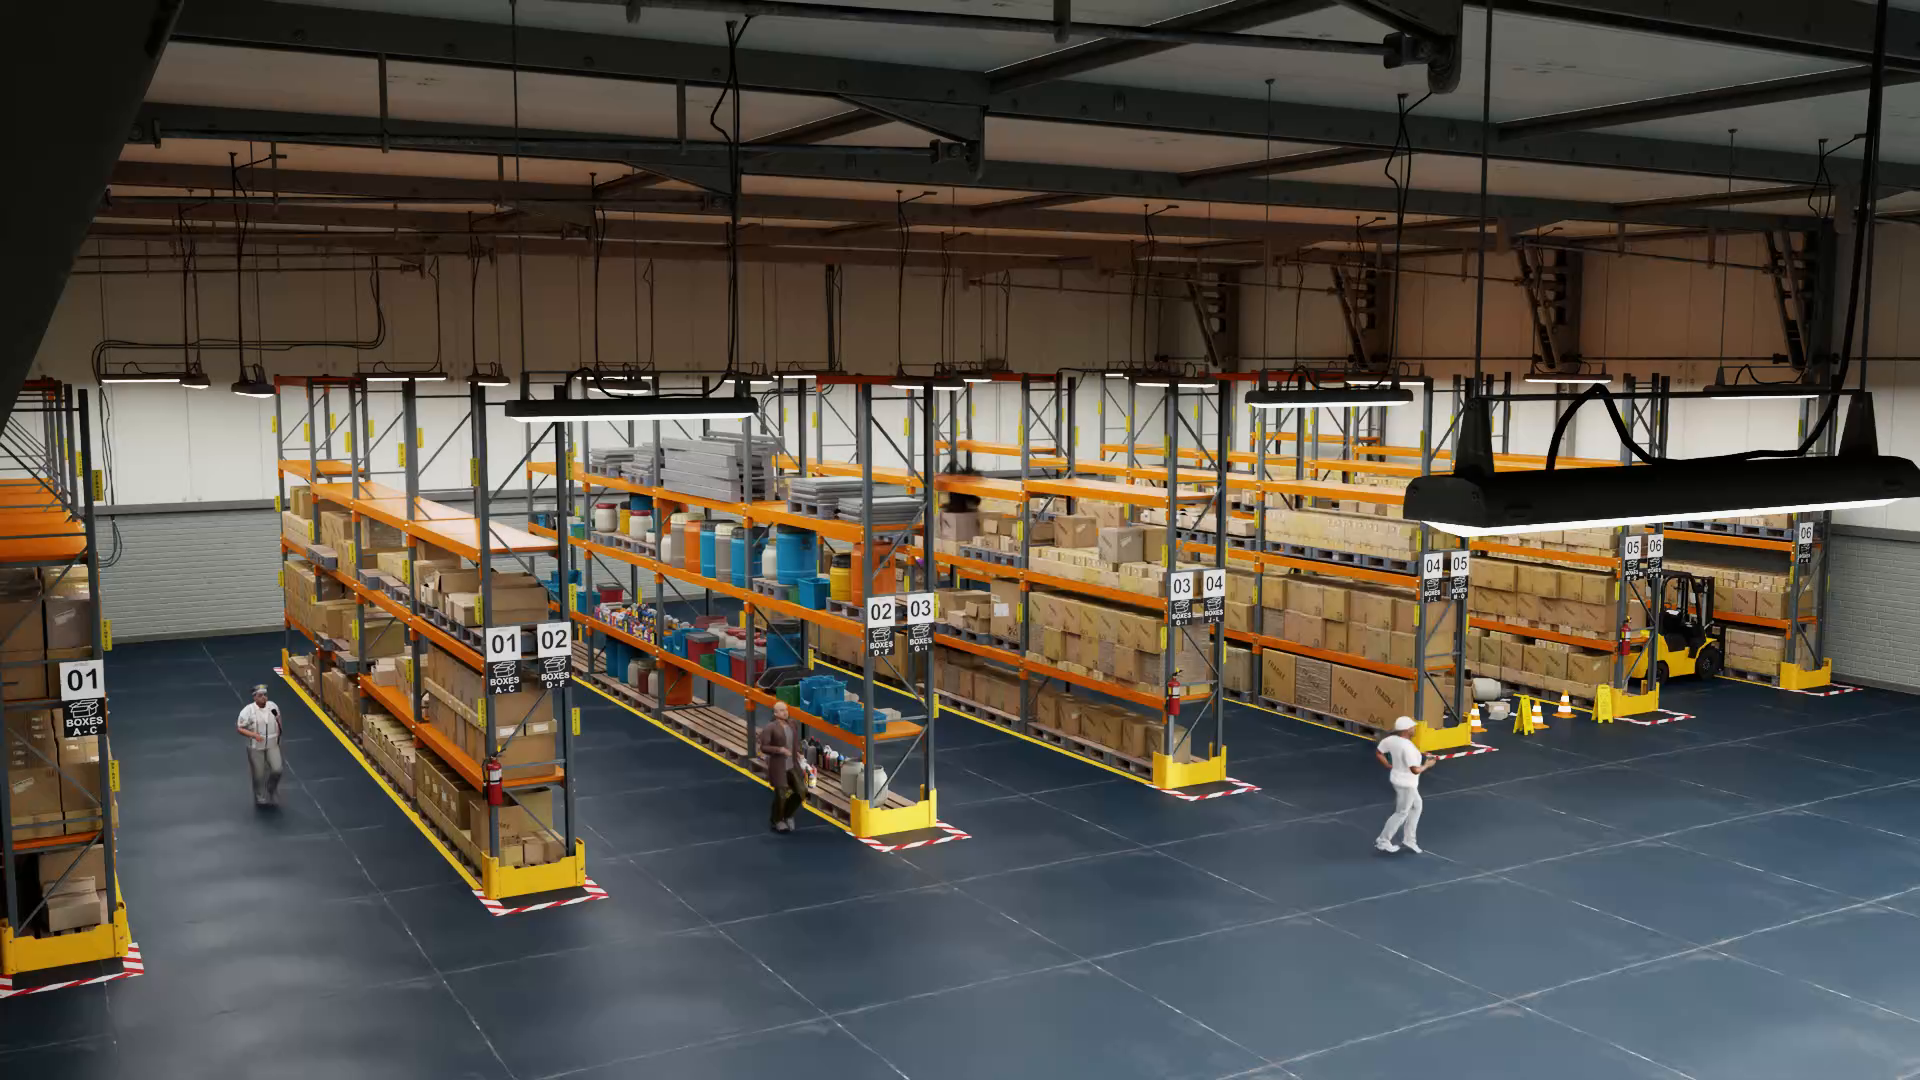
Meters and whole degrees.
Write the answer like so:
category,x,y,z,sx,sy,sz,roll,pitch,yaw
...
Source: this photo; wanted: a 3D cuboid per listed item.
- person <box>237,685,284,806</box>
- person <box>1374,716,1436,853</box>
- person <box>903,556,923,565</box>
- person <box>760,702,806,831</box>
category,x,y,z,sx,sy,sz,roll,pitch,yaw
person,-9.809,2.907,23.415,0.654,1.781,0.671,-5,8,-39
person,5.662,3.141,21.168,0.730,1.823,0.674,0,6,-4
person,-1.237,0.981,41.313,0.749,1.715,0.540,5,8,41
person,-2.310,3.040,22.148,0.692,1.771,0.686,-5,8,-38
